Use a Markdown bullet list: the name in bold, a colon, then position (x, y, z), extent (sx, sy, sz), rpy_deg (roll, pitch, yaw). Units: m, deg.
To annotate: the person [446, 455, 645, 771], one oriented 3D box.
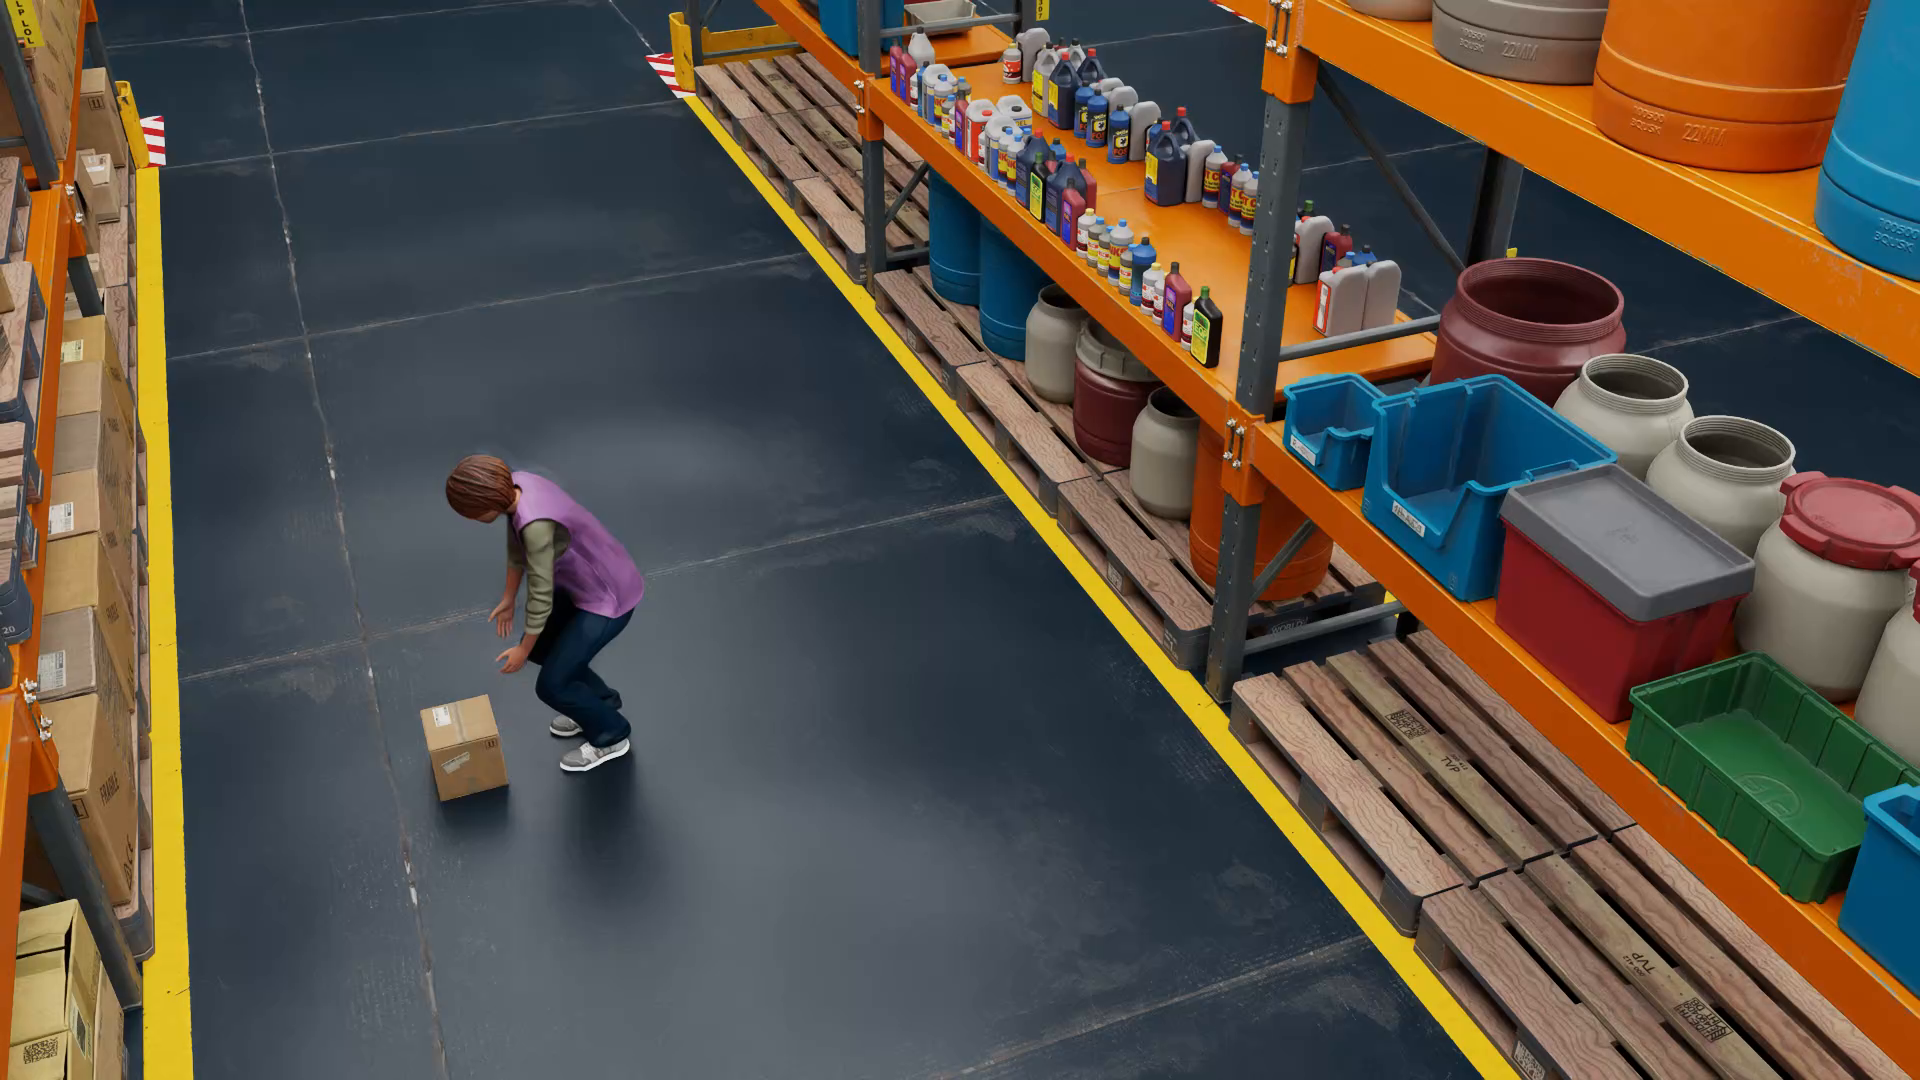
- **person**: position (-1.443, 0.248, 6.010), extent (0.621, 1.351, 0.461), rpy_deg (-13, 36, -18)
